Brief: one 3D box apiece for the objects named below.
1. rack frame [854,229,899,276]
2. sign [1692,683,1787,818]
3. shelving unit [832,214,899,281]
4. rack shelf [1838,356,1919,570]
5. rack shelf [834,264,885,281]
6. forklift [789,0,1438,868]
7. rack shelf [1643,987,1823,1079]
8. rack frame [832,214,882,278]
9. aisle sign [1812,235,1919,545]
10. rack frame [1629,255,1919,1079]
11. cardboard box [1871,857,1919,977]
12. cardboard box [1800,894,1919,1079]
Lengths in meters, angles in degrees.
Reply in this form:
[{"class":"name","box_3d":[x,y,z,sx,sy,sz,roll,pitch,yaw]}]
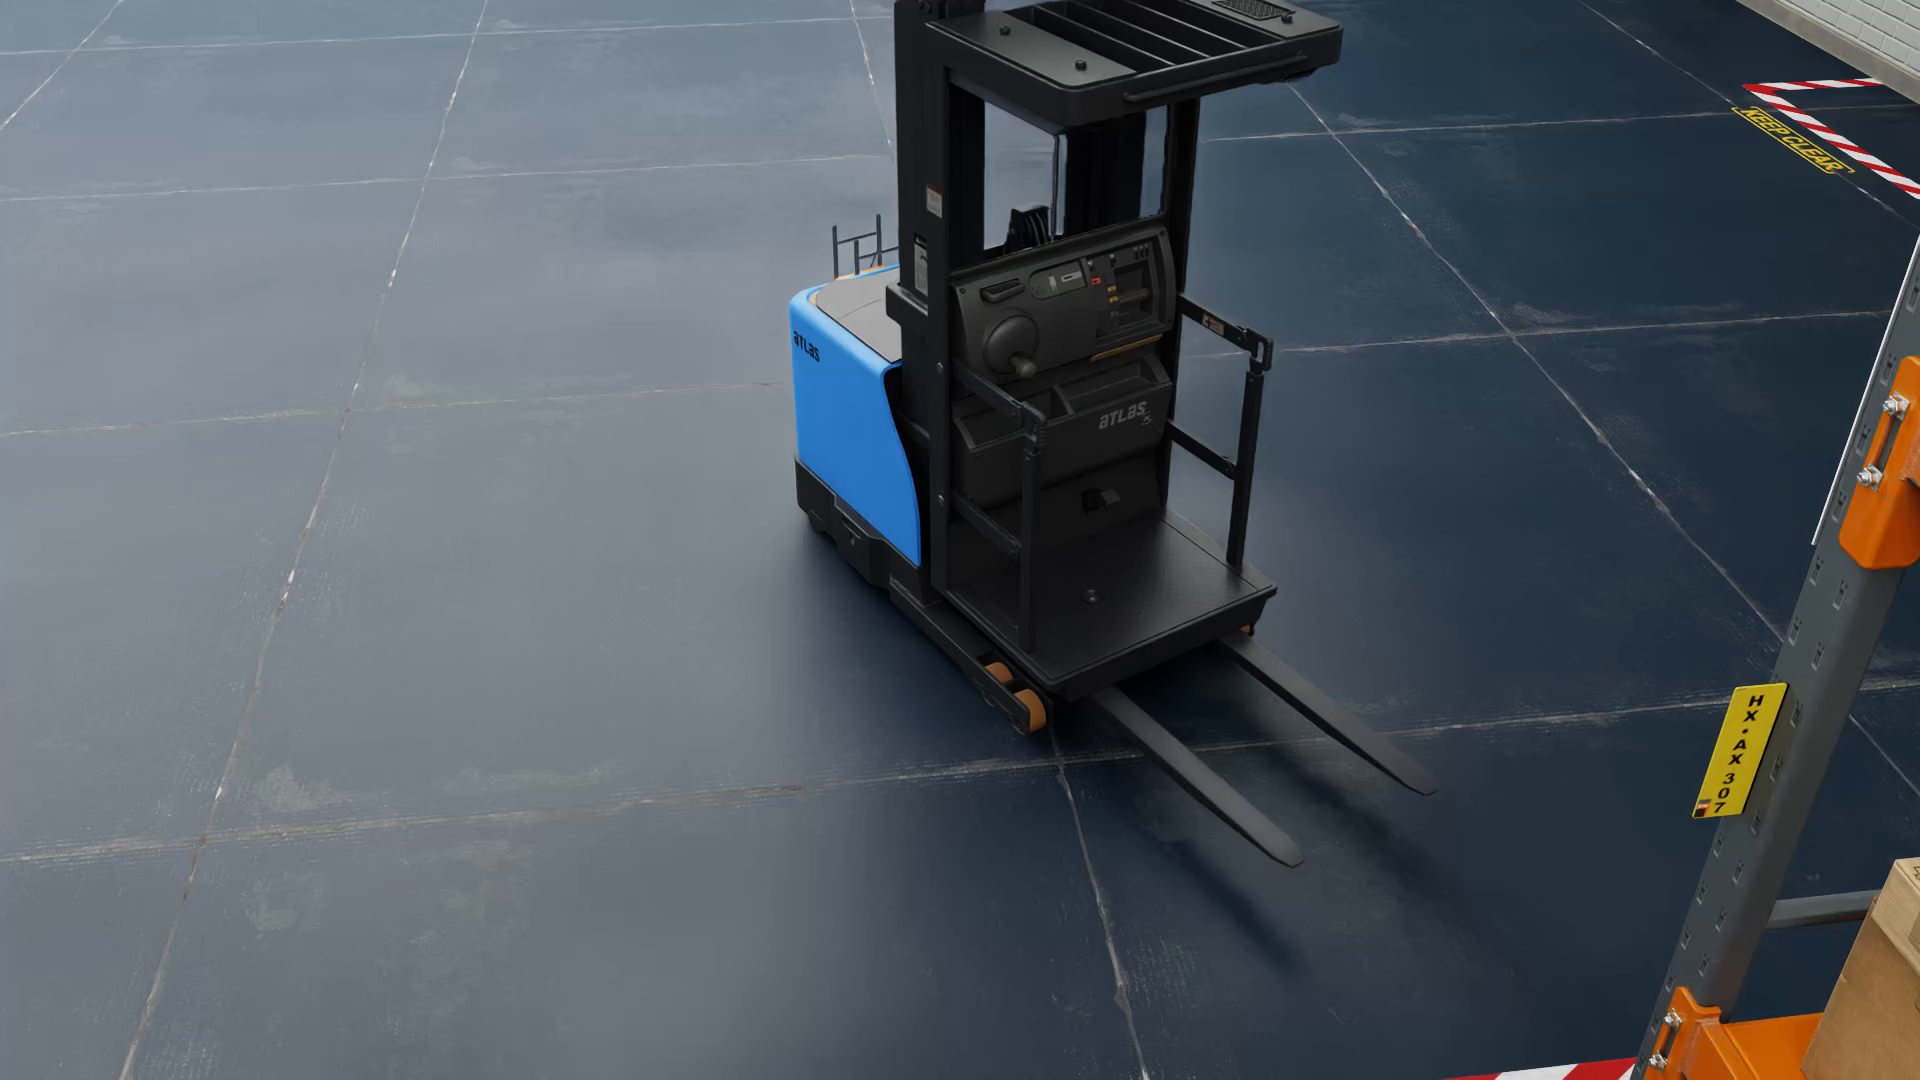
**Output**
[{"class":"rack frame","box_3d":[-0.343,-0.791,7.345,0.240,1.200,0.006,-20,39,-27]},{"class":"sign","box_3d":[1.477,0.403,3.156,0.100,0.325,0.005,-4,35,-6]},{"class":"shelving unit","box_3d":[-0.394,-0.834,7.408,0.258,1.200,0.189,-20,39,-27]},{"class":"rack shelf","box_3d":[2.297,0.929,1.199,1.077,0.370,4.000,-4,35,-6]},{"class":"rack shelf","box_3d":[-0.394,-1.094,7.230,0.258,0.103,0.180,-20,39,-27]},{"class":"forklift","box_3d":[0.509,-0.795,5.814,1.130,2.935,3.031,-20,39,-27]},{"class":"rack shelf","box_3d":[2.297,2.168,2.043,1.077,0.370,4.000,-4,35,-6]},{"class":"rack frame","box_3d":[-0.444,-0.877,7.471,0.240,1.200,0.006,-20,39,-27]},{"class":"aisle sign","box_3d":[1.715,-0.333,2.766,0.394,0.787,0.004,-4,35,-6]},{"class":"rack frame","box_3d":[2.031,0.755,3.479,0.949,2.616,0.053,-4,35,-6]},{"class":"cardboard box","box_3d":[1.867,0.681,2.922,0.380,0.149,0.250,-5,35,-7]},{"class":"cardboard box","box_3d":[2.078,0.975,3.067,0.700,0.500,0.500,-4,35,-6]}]
